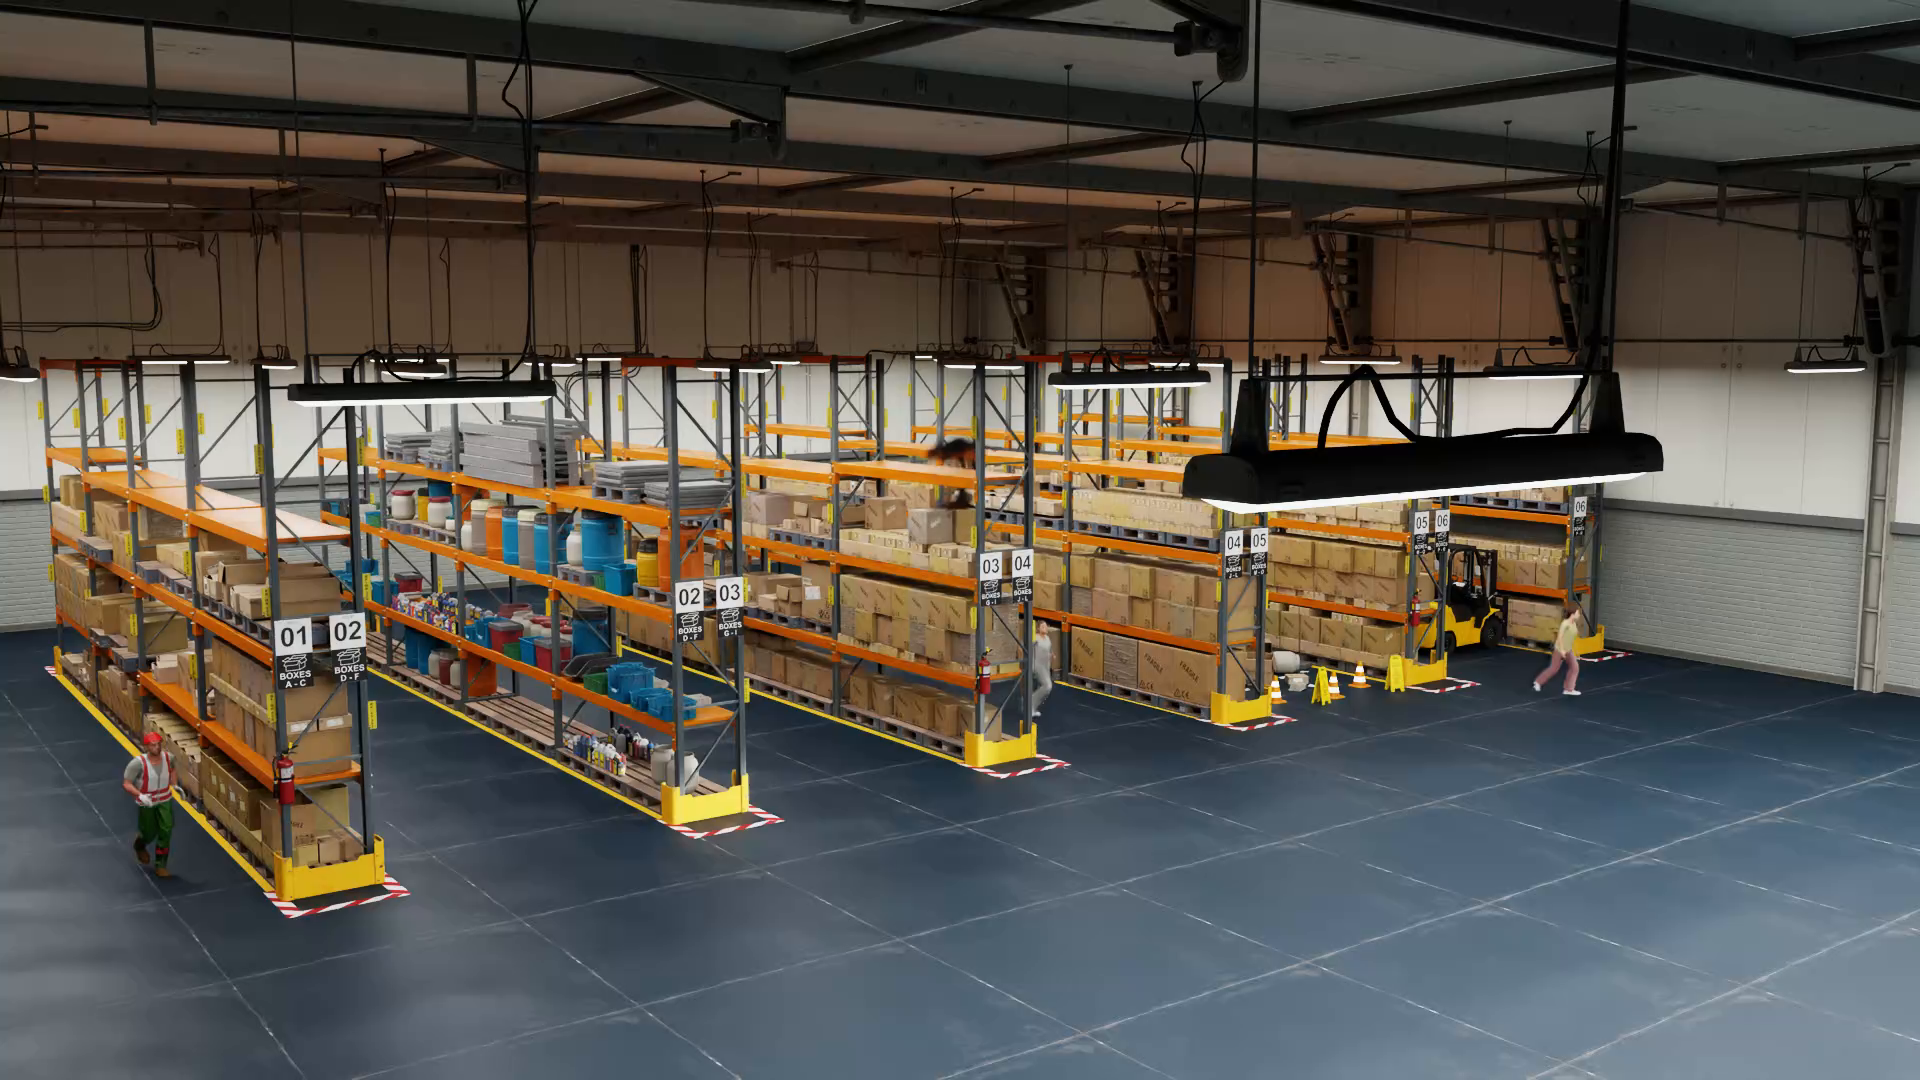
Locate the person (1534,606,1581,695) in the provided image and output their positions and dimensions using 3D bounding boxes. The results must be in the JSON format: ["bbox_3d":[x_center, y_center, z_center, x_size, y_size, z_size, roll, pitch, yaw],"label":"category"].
[{"bbox_3d":[10.771,1.962,29.872,0.830,1.603,0.628,6,9,43],"label":"person"}]

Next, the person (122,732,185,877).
[{"bbox_3d":[-9.636,3.105,19.787,0.659,1.739,0.818,-7,10,-44],"label":"person"}]

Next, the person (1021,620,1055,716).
[{"bbox_3d":[1.376,2.162,28.015,0.561,1.636,0.552,5,9,36],"label":"person"}]
